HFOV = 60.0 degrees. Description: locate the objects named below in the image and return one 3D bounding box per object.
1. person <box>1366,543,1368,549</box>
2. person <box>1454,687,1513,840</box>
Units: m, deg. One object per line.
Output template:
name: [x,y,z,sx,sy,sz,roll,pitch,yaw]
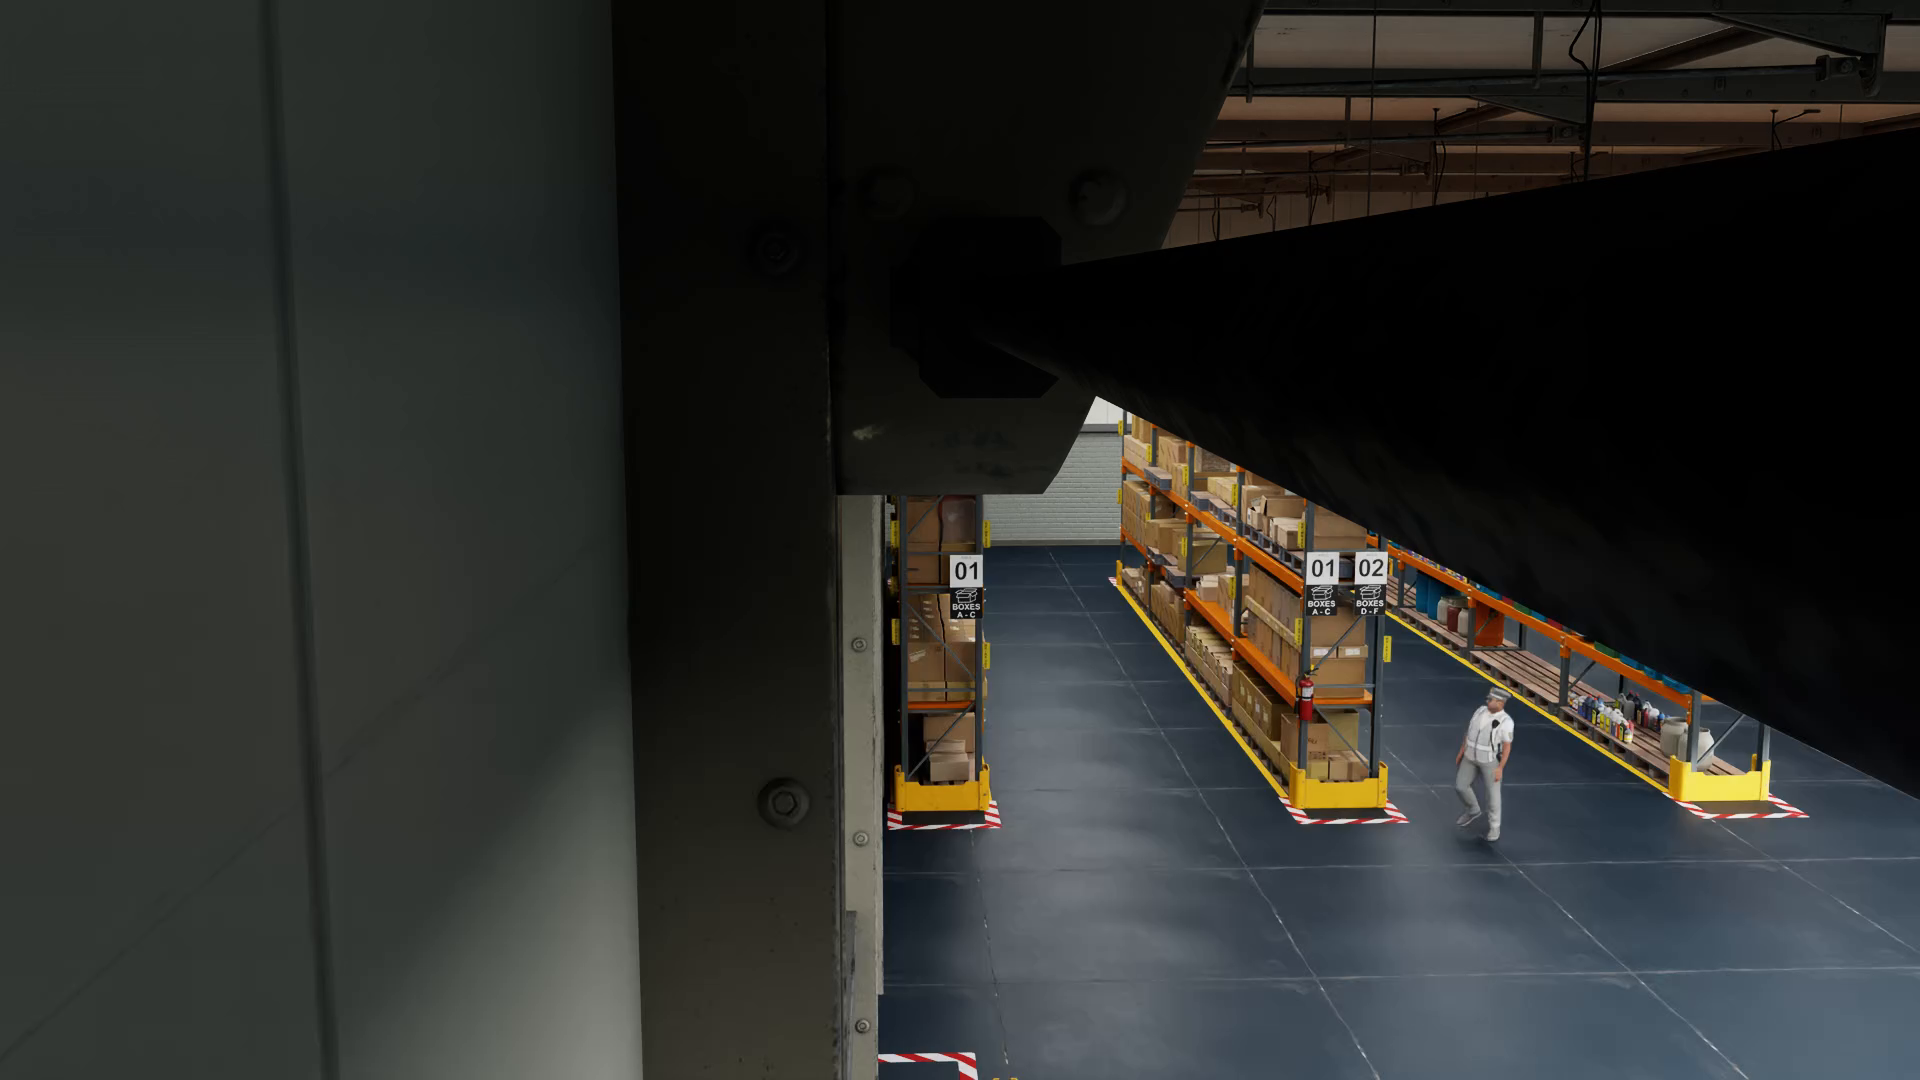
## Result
person: [9.710,-0.510,40.450,0.585,1.807,0.445,-2,9,-16]
person: [6.158,2.593,19.567,0.652,1.774,0.490,7,11,41]
